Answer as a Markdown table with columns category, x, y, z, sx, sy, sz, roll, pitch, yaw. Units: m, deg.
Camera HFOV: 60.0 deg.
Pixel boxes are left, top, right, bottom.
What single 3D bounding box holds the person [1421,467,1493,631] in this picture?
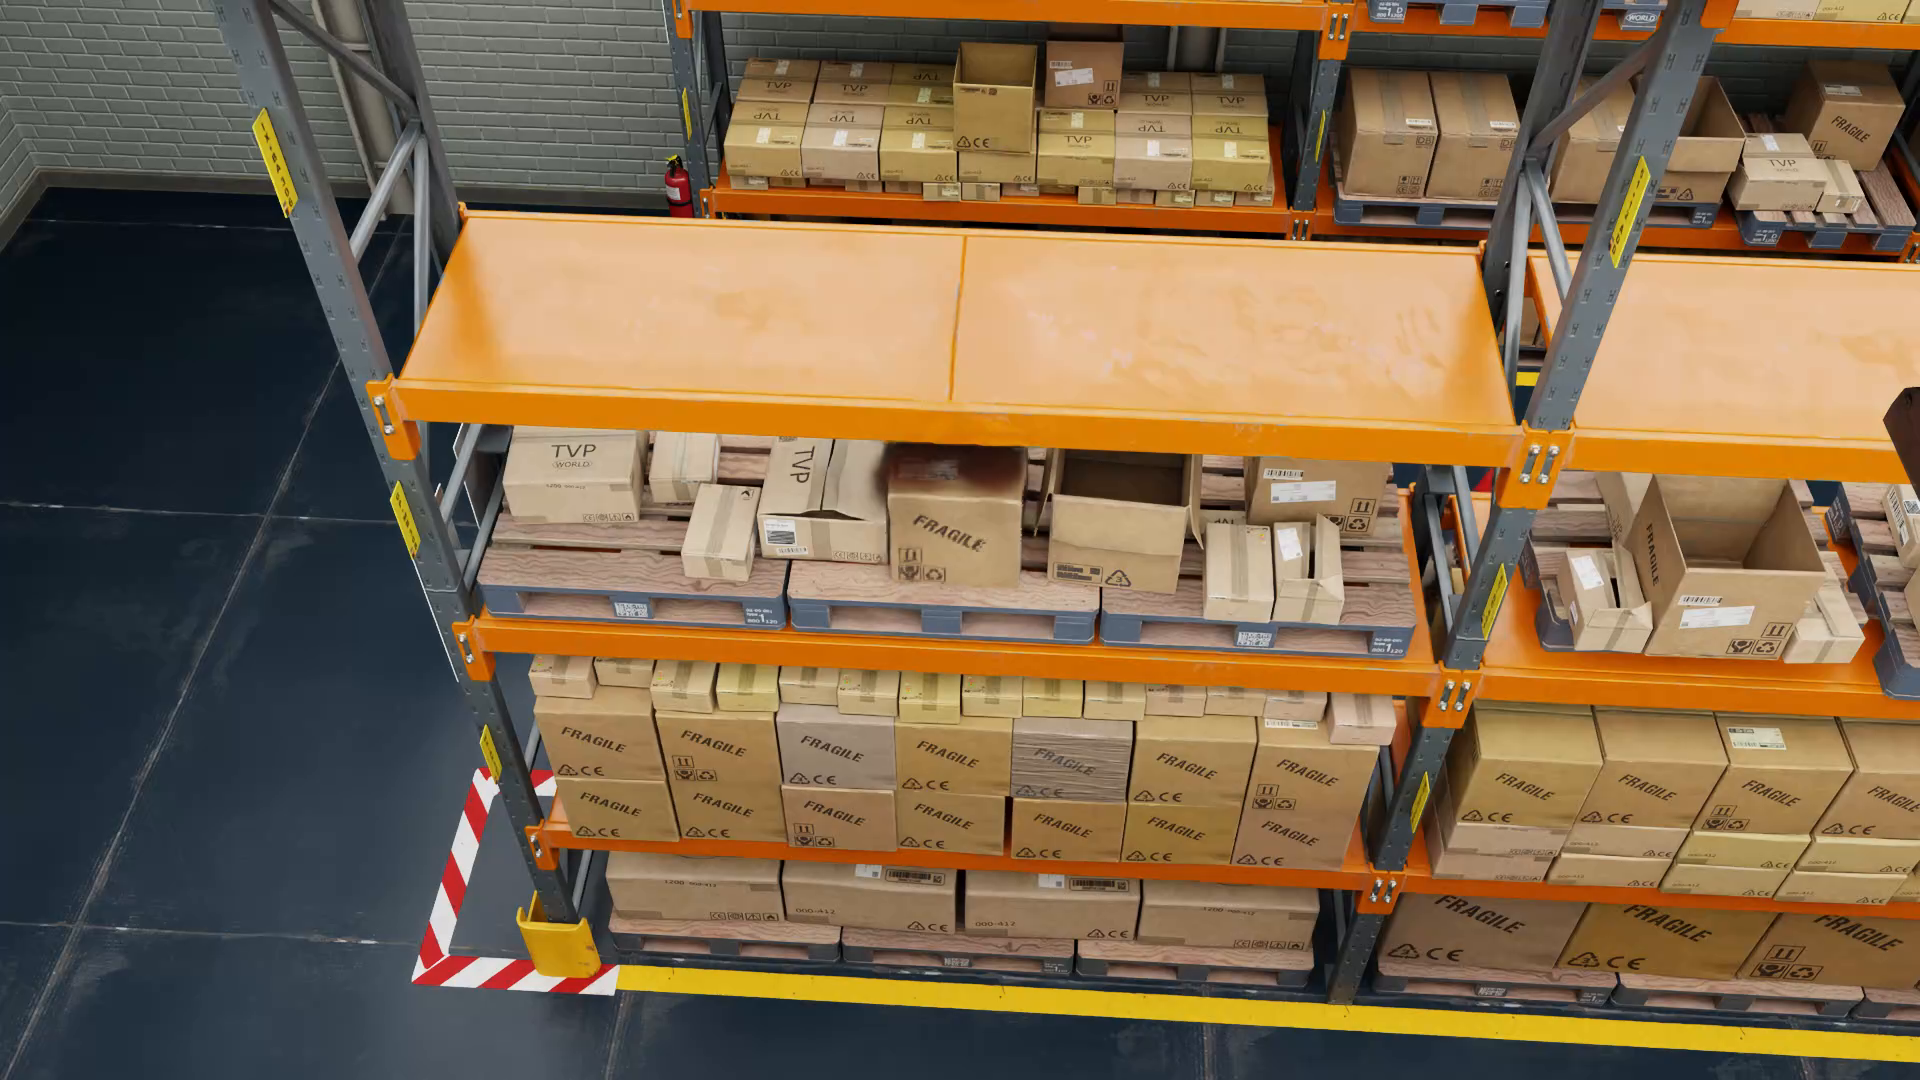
| category | x | y | z | sx | sy | sz | roll | pitch | yaw |
| --- | --- | --- | --- | --- | --- | --- | --- | --- | --- |
| person | 2.914 | 0.142 | 9.463 | 0.679 | 1.759 | 0.576 | -1 | 48 | -1 |
